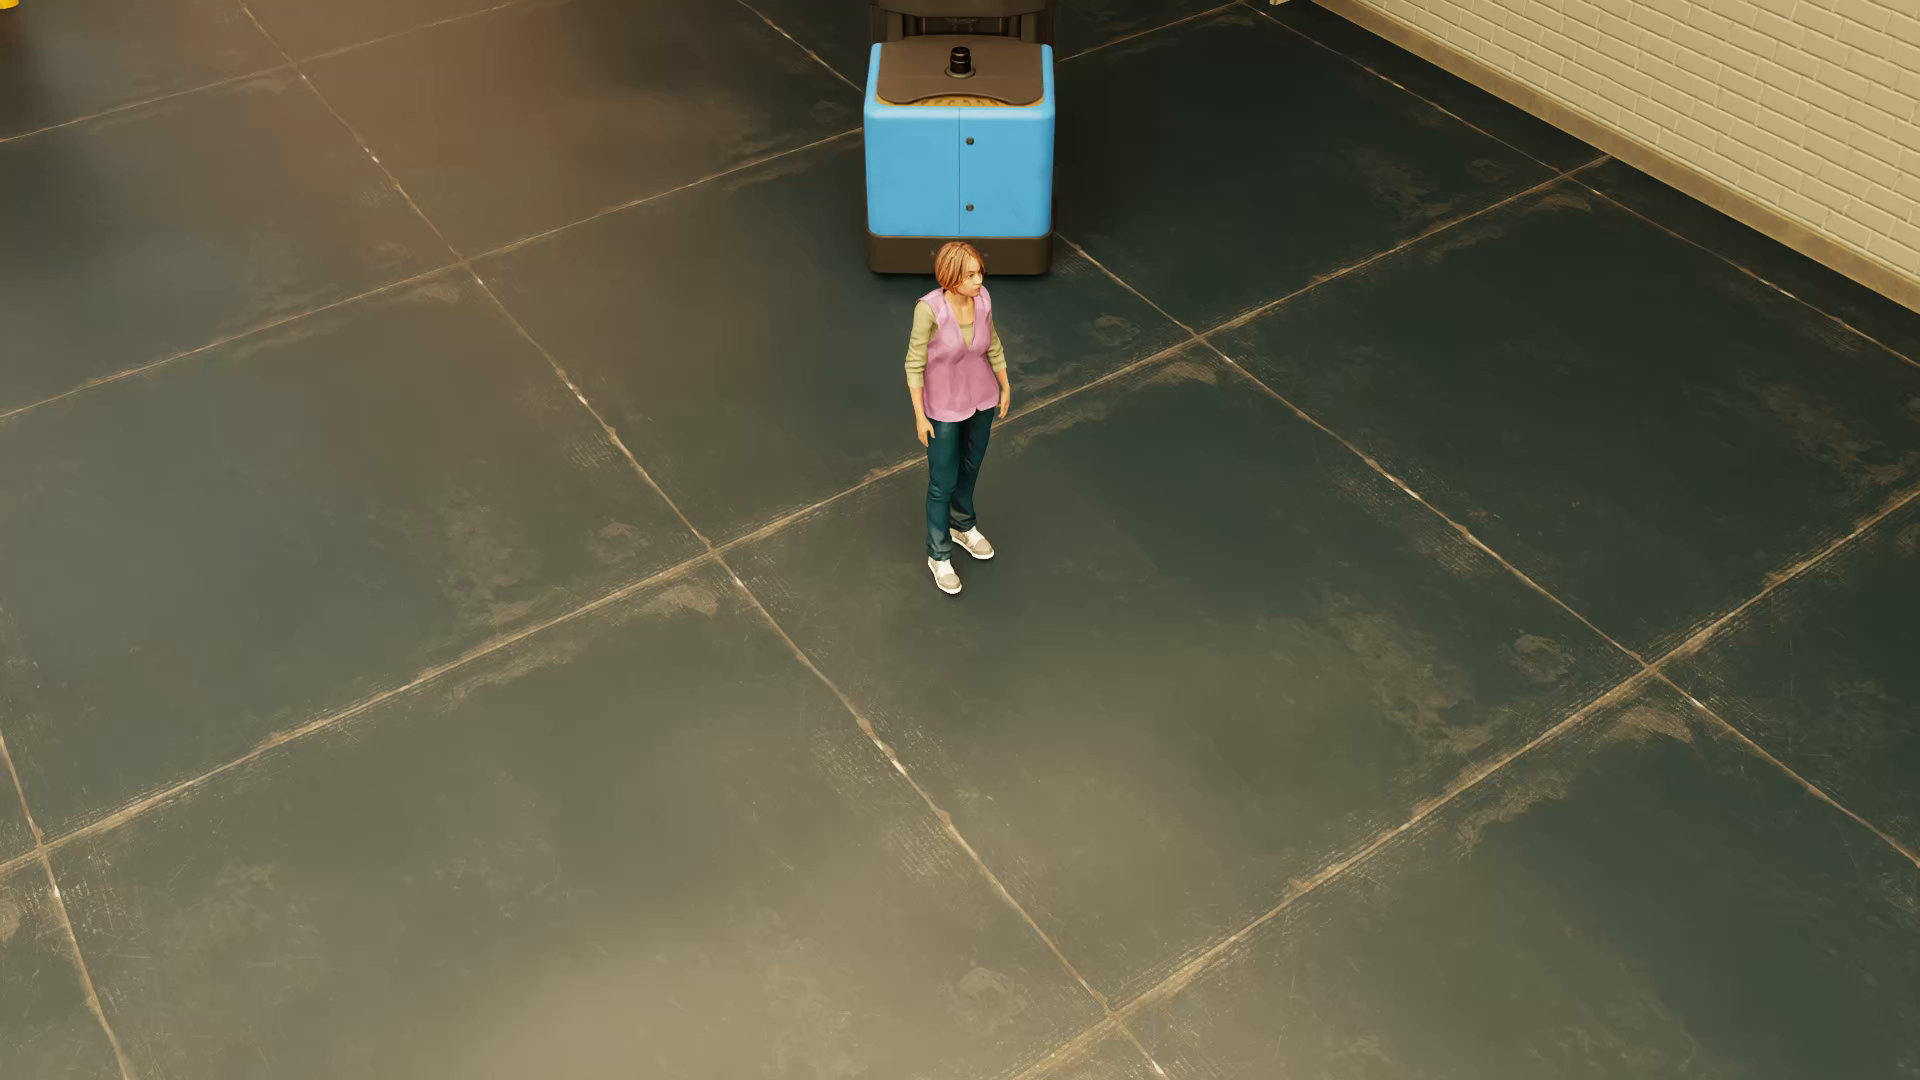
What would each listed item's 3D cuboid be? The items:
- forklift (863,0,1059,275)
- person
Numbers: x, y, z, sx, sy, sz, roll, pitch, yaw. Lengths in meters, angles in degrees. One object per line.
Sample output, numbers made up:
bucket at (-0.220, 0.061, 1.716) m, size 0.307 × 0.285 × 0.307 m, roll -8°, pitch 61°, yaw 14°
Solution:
forklift at (0.024, -3.555, 9.573) m, size 1.130 × 2.935 × 3.031 m, roll 1°, pitch 43°, yaw 1°
person at (0.030, -0.546, 7.282) m, size 0.520 × 1.597 × 0.476 m, roll -25°, pitch 48°, yaw -25°
